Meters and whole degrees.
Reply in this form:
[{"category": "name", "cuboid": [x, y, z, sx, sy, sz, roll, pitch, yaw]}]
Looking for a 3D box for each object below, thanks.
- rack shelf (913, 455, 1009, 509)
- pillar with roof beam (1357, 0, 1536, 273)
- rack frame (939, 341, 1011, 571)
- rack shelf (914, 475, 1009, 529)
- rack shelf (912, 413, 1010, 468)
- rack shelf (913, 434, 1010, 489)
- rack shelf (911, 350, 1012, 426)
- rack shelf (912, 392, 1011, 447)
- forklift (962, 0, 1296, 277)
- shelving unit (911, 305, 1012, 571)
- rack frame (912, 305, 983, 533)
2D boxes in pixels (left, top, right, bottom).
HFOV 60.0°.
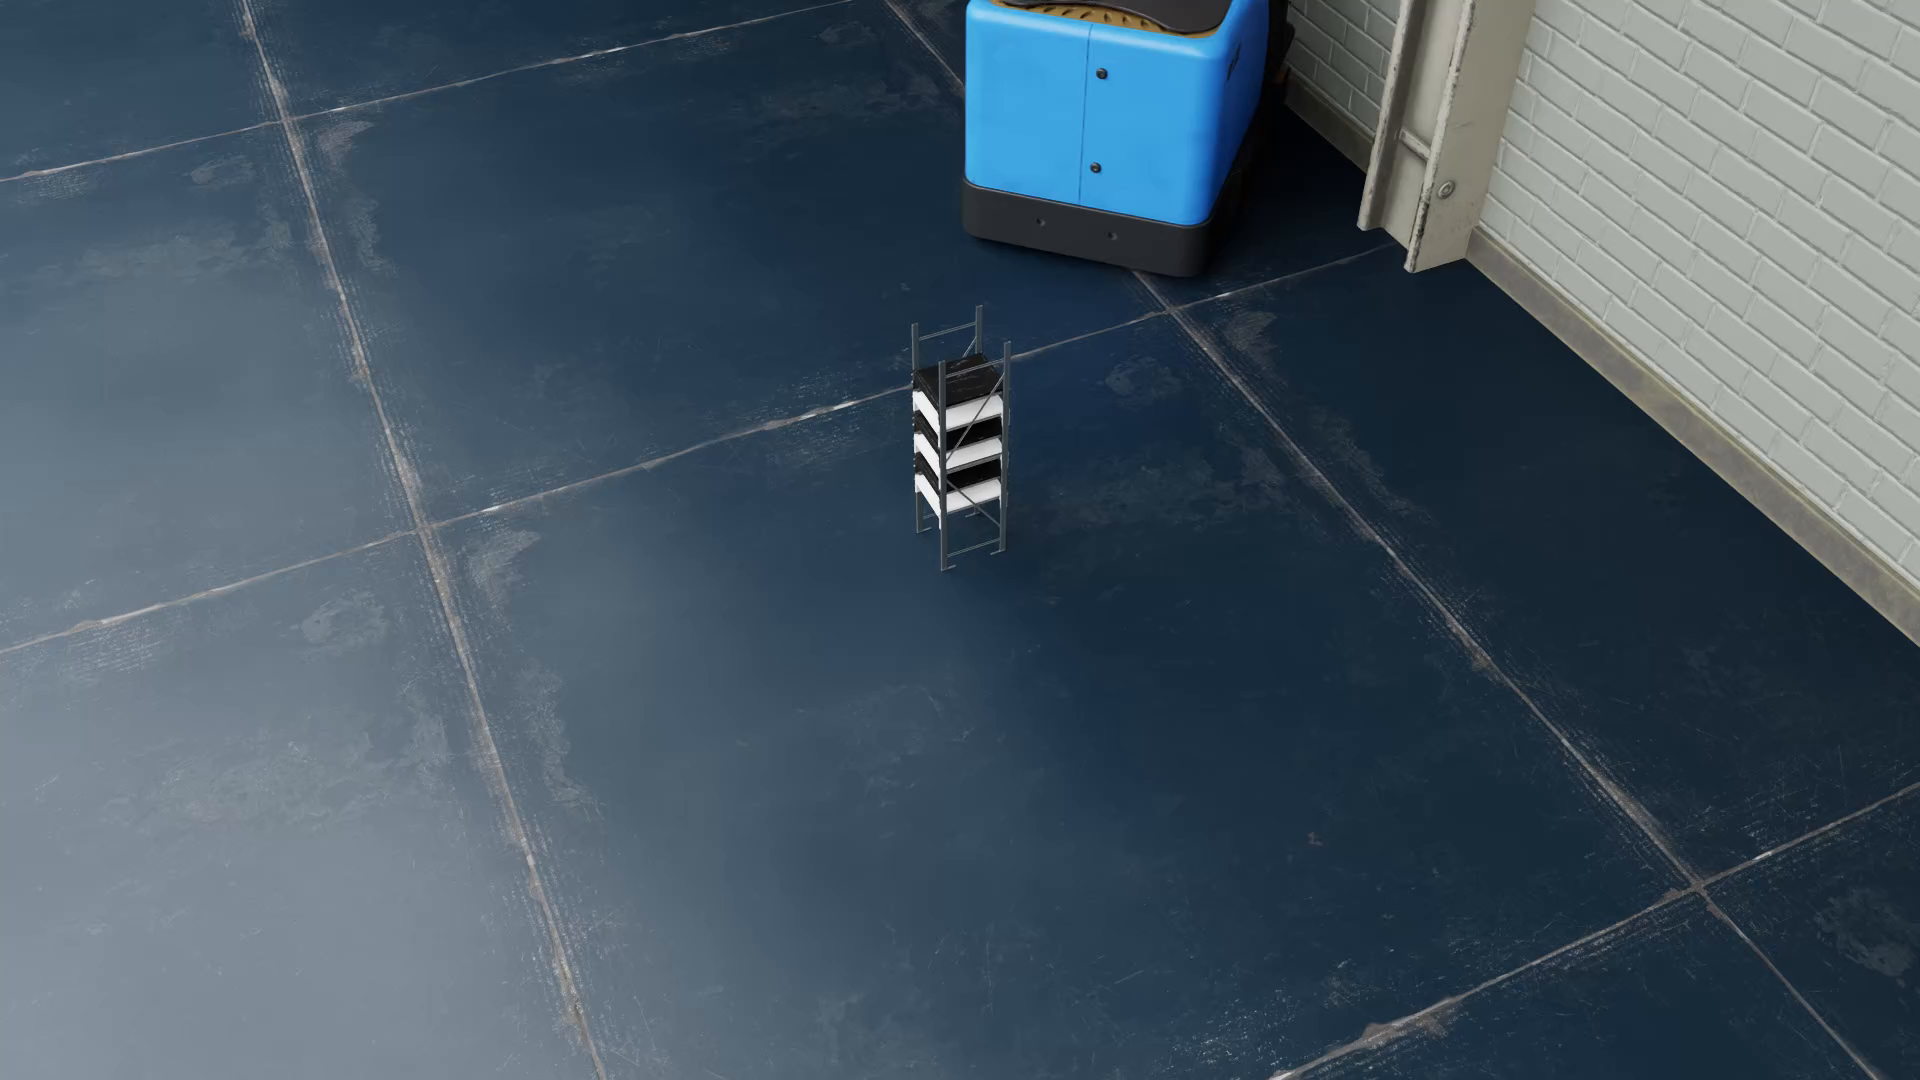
[{"category": "rack shelf", "cuboid": [0.003, -0.227, 5.515, 0.258, 0.077, 0.200, -18, 47, -17]}, {"category": "pillar with roof beam", "cuboid": [-1.988, -3.203, 2.589, 9.100, 9.000, 0.400, -18, 47, -17]}, {"category": "rack frame", "cuboid": [0.046, -0.250, 5.363, 0.240, 0.900, 0.006, -18, 47, -17]}, {"category": "rack shelf", "cuboid": [0.003, -0.163, 5.579, 0.258, 0.077, 0.200, -18, 47, -17]}, {"category": "rack shelf", "cuboid": [0.003, -0.355, 5.389, 0.258, 0.077, 0.200, -18, 47, -17]}, {"category": "rack shelf", "cuboid": [0.003, -0.291, 5.452, 0.258, 0.077, 0.200, -18, 47, -17]}, {"category": "rack shelf", "cuboid": [0.003, -0.484, 5.262, 0.258, 0.077, 0.200, -18, 47, -17]}, {"category": "rack shelf", "cuboid": [0.003, -0.420, 5.326, 0.258, 0.077, 0.200, -18, 47, -17]}, {"category": "forklift", "cuboid": [0.975, -3.157, 6.863, 1.130, 2.935, 3.031, 14, 46, 14]}, {"category": "shelving unit", "cuboid": [0.003, -0.315, 5.429, 0.258, 0.900, 0.210, -18, 47, -17]}, {"category": "rack frame", "cuboid": [-0.039, -0.380, 5.494, 0.240, 0.900, 0.006, -18, 47, -17]}]
